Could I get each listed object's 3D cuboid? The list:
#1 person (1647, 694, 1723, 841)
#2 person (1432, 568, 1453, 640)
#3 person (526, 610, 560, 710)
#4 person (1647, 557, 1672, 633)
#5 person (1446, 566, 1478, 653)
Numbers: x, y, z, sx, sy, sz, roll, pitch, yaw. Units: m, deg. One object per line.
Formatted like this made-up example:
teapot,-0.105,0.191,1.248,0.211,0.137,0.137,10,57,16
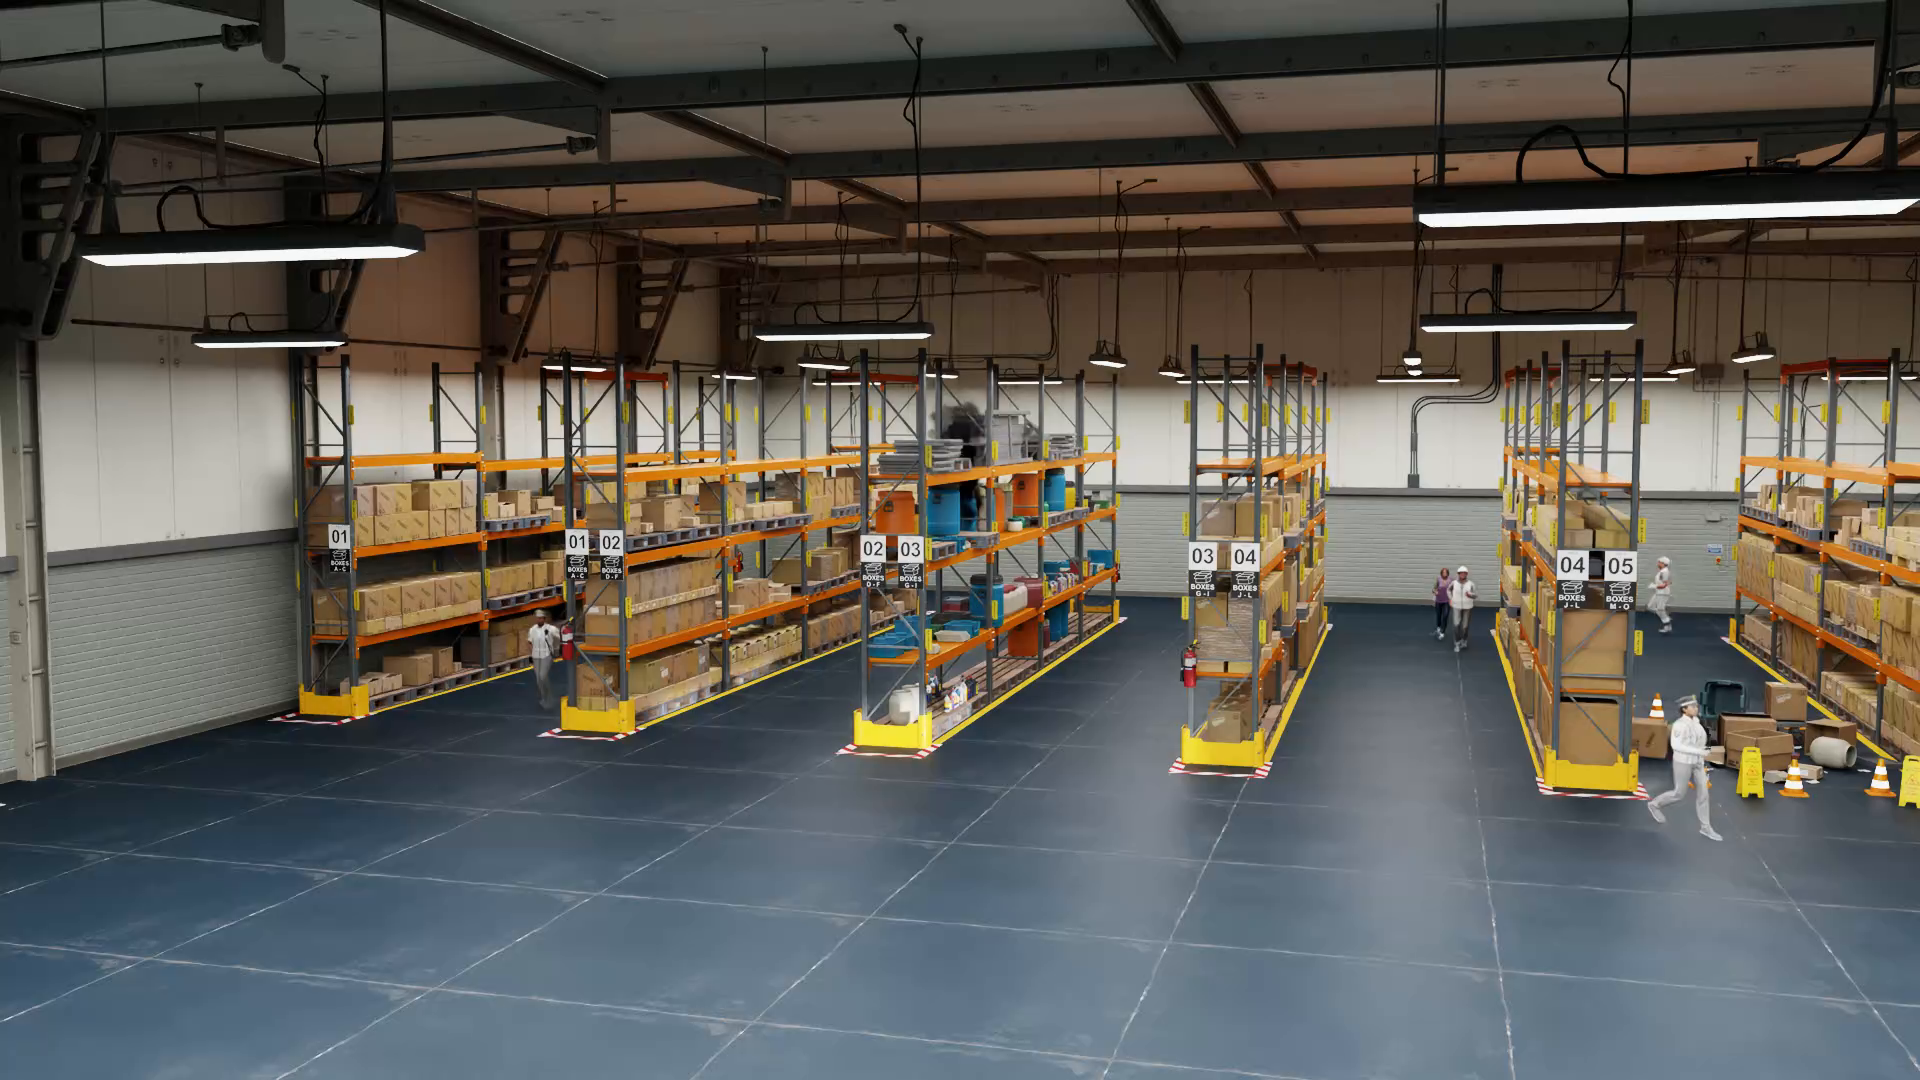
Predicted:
person,8.644,2.666,19.785,0.621,1.685,0.939,-3,5,-32
person,10.876,1.406,37.380,0.518,1.596,0.875,2,5,19
person,-7.109,2.051,28.382,0.589,1.756,0.723,1,4,10
person,16.124,1.256,38.316,0.581,1.746,0.636,1,4,16
person,10.659,1.470,35.311,0.643,1.827,0.737,1,4,16
